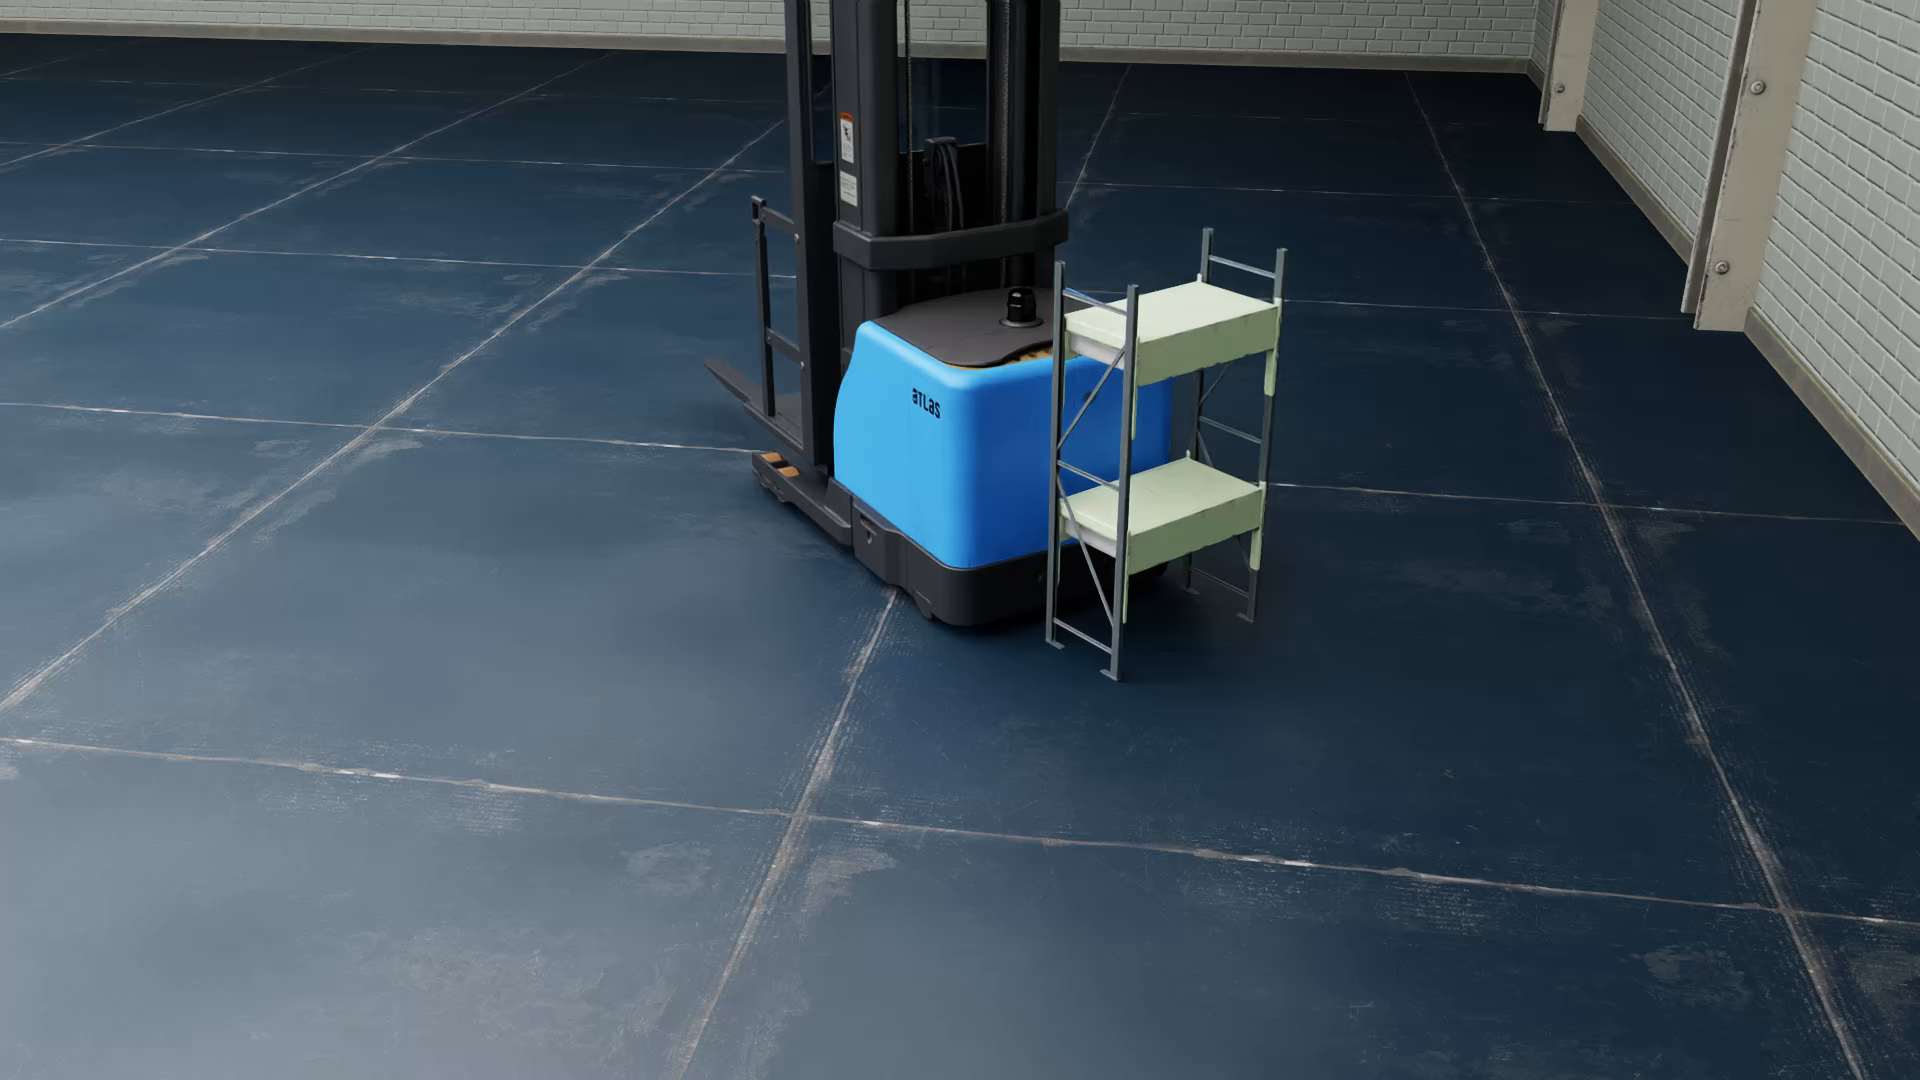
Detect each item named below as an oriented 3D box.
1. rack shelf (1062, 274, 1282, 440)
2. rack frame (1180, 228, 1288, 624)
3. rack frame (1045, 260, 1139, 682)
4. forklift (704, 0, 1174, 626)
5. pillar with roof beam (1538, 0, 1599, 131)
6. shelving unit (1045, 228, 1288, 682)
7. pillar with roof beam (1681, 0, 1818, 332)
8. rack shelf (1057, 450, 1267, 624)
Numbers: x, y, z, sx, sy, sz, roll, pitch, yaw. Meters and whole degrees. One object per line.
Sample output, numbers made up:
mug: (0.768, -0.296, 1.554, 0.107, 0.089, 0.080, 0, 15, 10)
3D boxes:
rack shelf: (0.750, -0.675, 6.002, 0.720, 0.370, 0.431, -18, 31, -34)
rack frame: (1.037, -0.417, 6.373, 0.023, 1.500, 0.400, -18, 31, -34)
rack frame: (0.463, -0.225, 5.962, 0.023, 1.500, 0.400, -18, 31, -34)
forklift: (-0.312, -1.583, 7.174, 1.130, 2.935, 3.031, -14, 28, -27)
pillar with roof beam: (1.314, -8.215, 14.186, 9.100, 9.000, 0.400, 4, 25, 9)
shelving unit: (0.750, -0.321, 6.168, 0.755, 1.500, 0.431, -18, 31, -34)
pillar with roof beam: (0.333, -5.706, 8.825, 9.100, 9.000, 0.400, 4, 25, 9)
rack shelf: (0.750, -0.026, 6.306, 0.720, 0.370, 0.431, -18, 31, -34)
